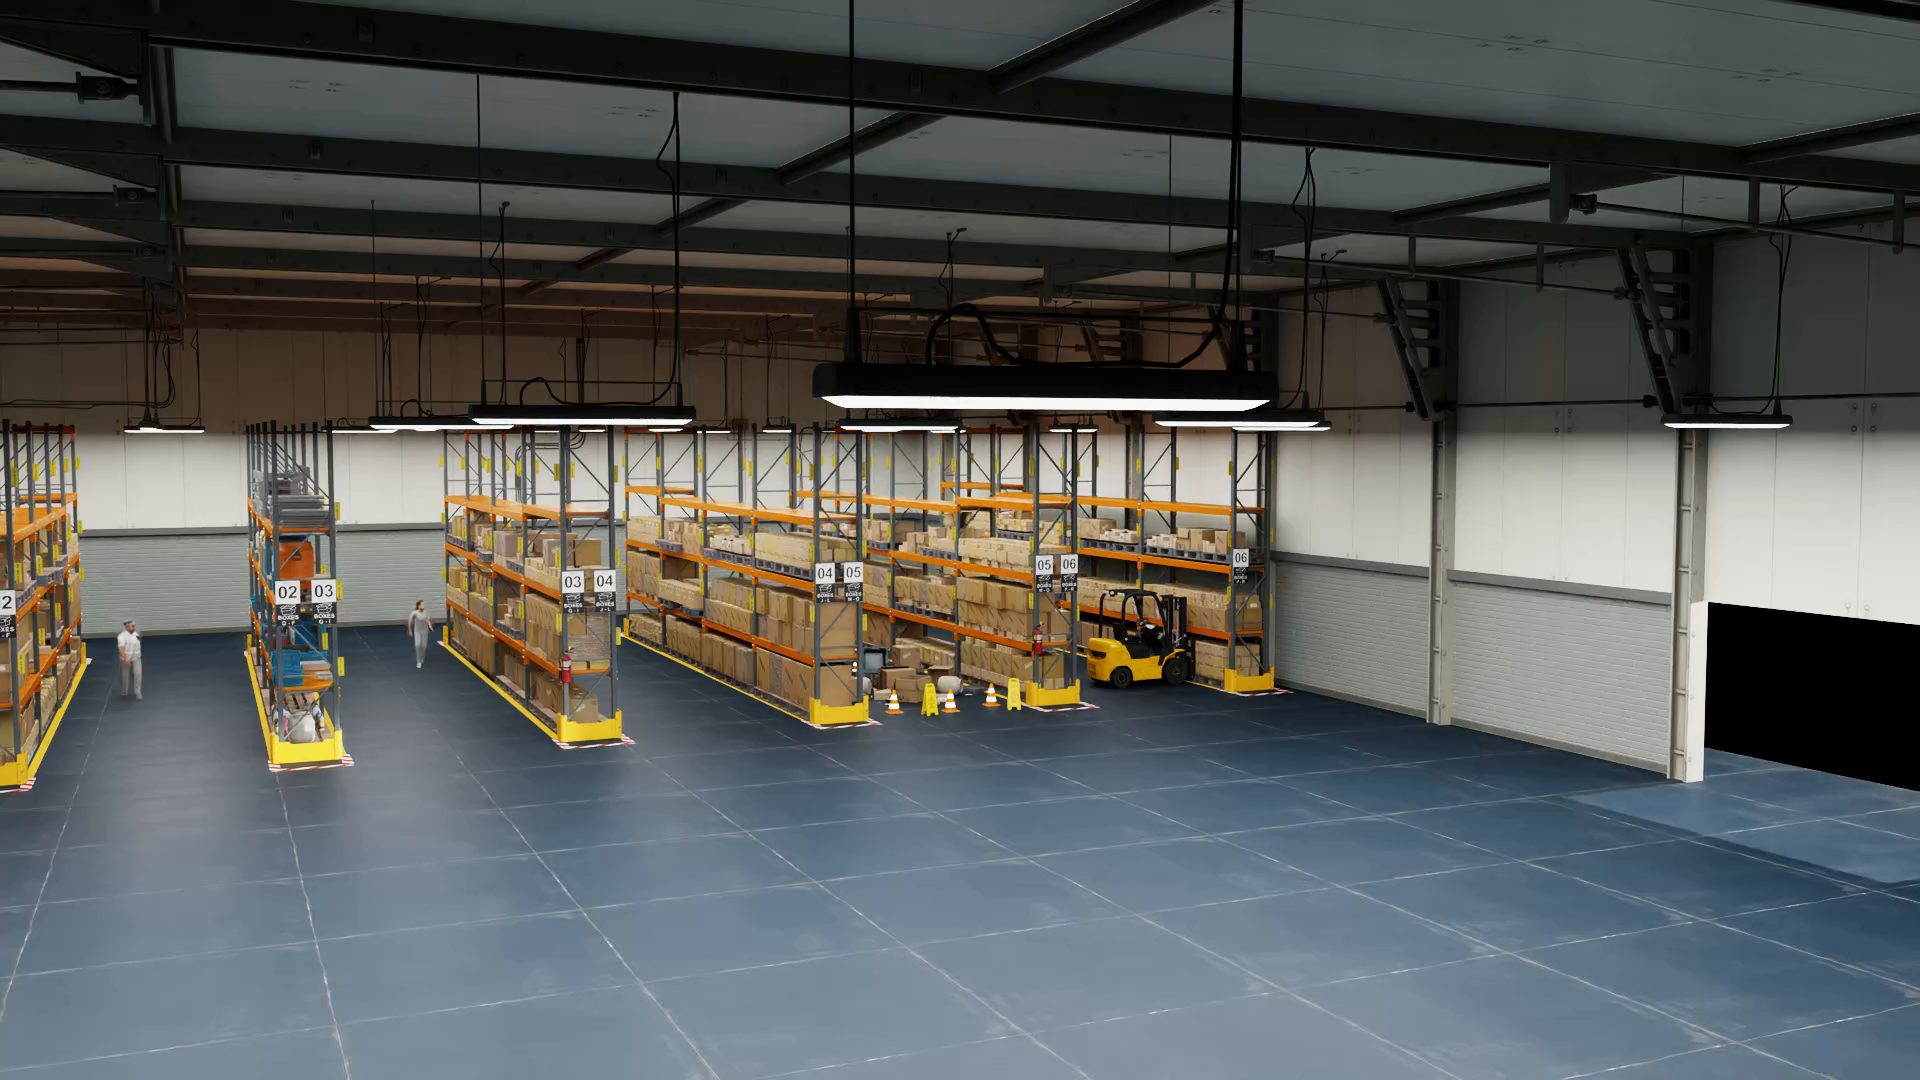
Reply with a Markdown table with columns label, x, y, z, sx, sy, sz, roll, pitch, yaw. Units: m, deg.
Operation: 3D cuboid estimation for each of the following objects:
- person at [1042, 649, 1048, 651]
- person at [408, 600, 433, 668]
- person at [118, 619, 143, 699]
| label | x | y | z | sx | sy | sz | roll | pitch | yaw |
| --- | --- | --- | --- | --- | --- | --- | --- | --- | --- |
| person | 2.126 | 2.223 | 43.370 | 0.329 | 1.579 | 0.498 | -2 | 4 | -23 |
| person | -13.456 | 2.332 | 41.487 | 0.577 | 1.672 | 0.932 | -1 | 4 | -21 |
| person | -18.077 | 2.588 | 36.243 | 0.506 | 1.720 | 1.031 | -2 | 4 | -32 |
